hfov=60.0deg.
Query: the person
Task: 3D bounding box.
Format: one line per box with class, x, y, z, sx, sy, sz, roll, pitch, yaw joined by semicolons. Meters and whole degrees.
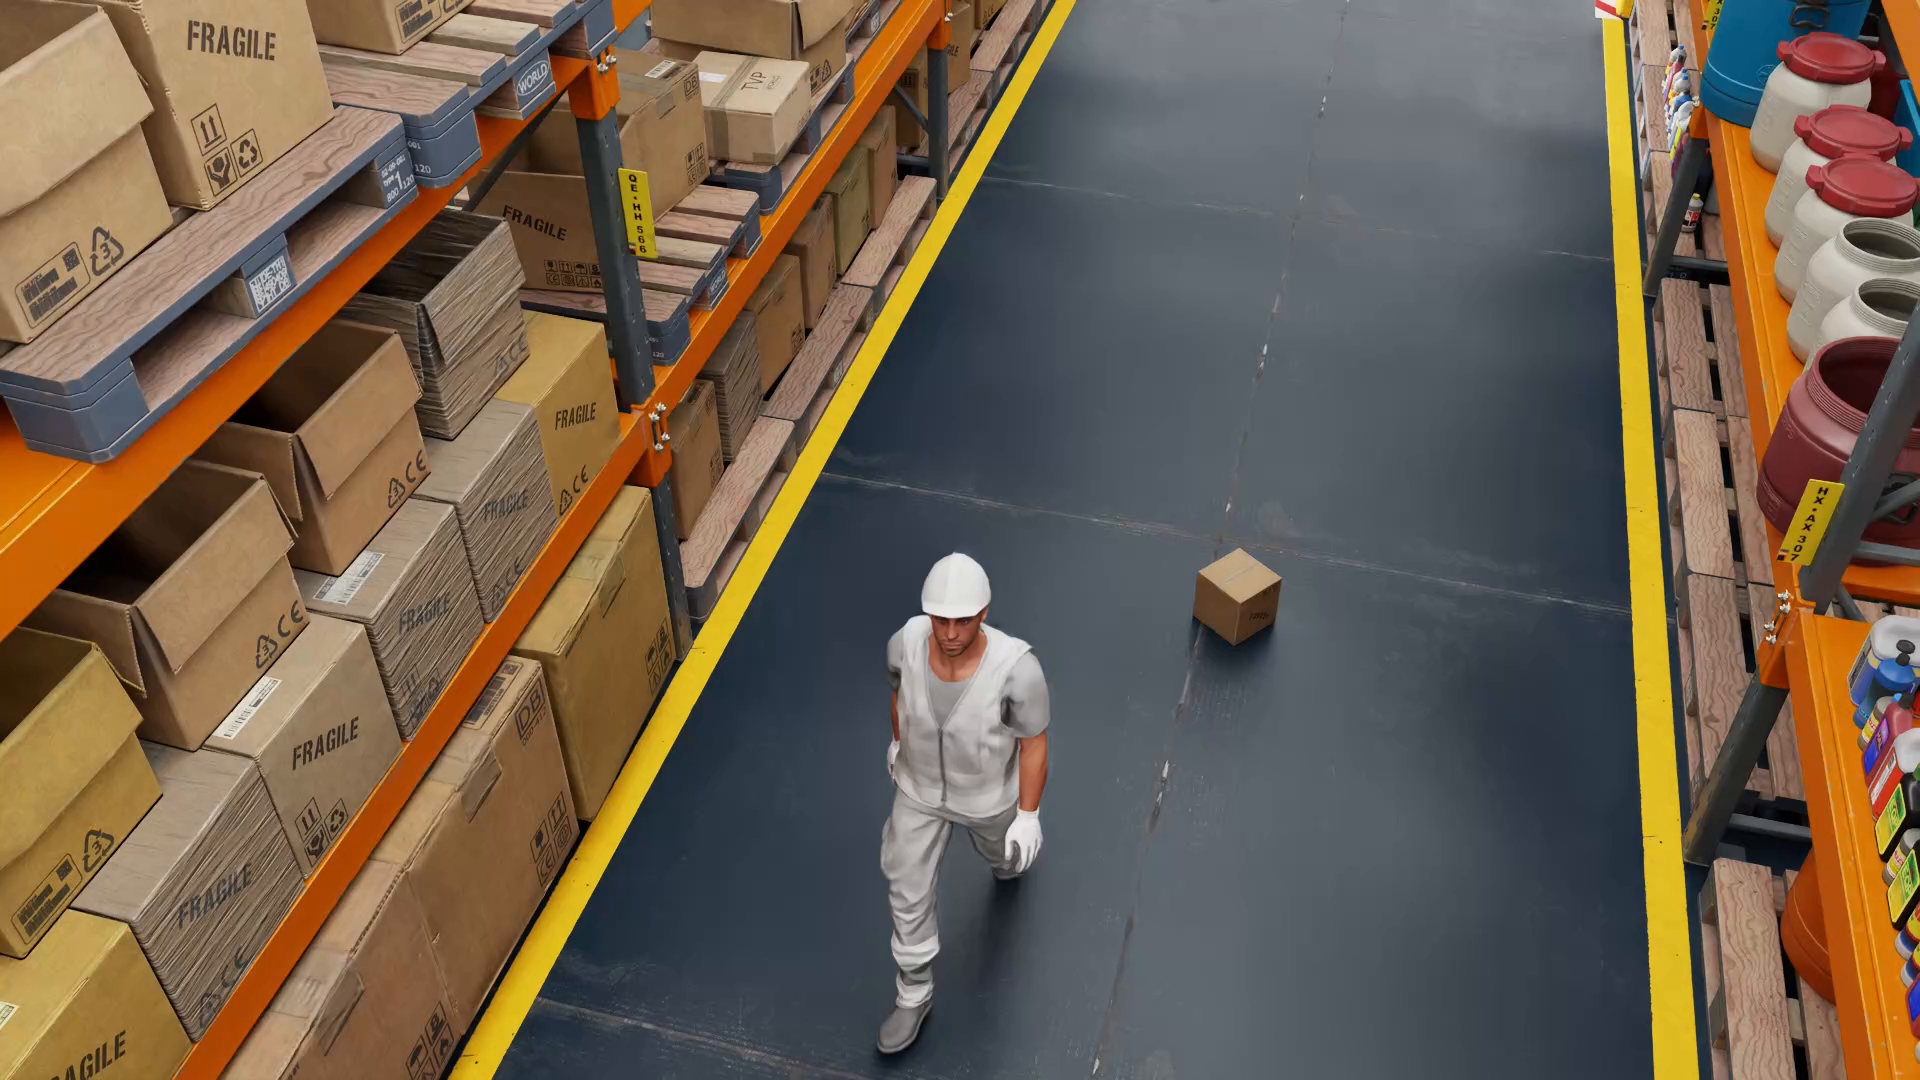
person;0.008;0.760;5.263;0.584;1.744;1.050;10;42;12
